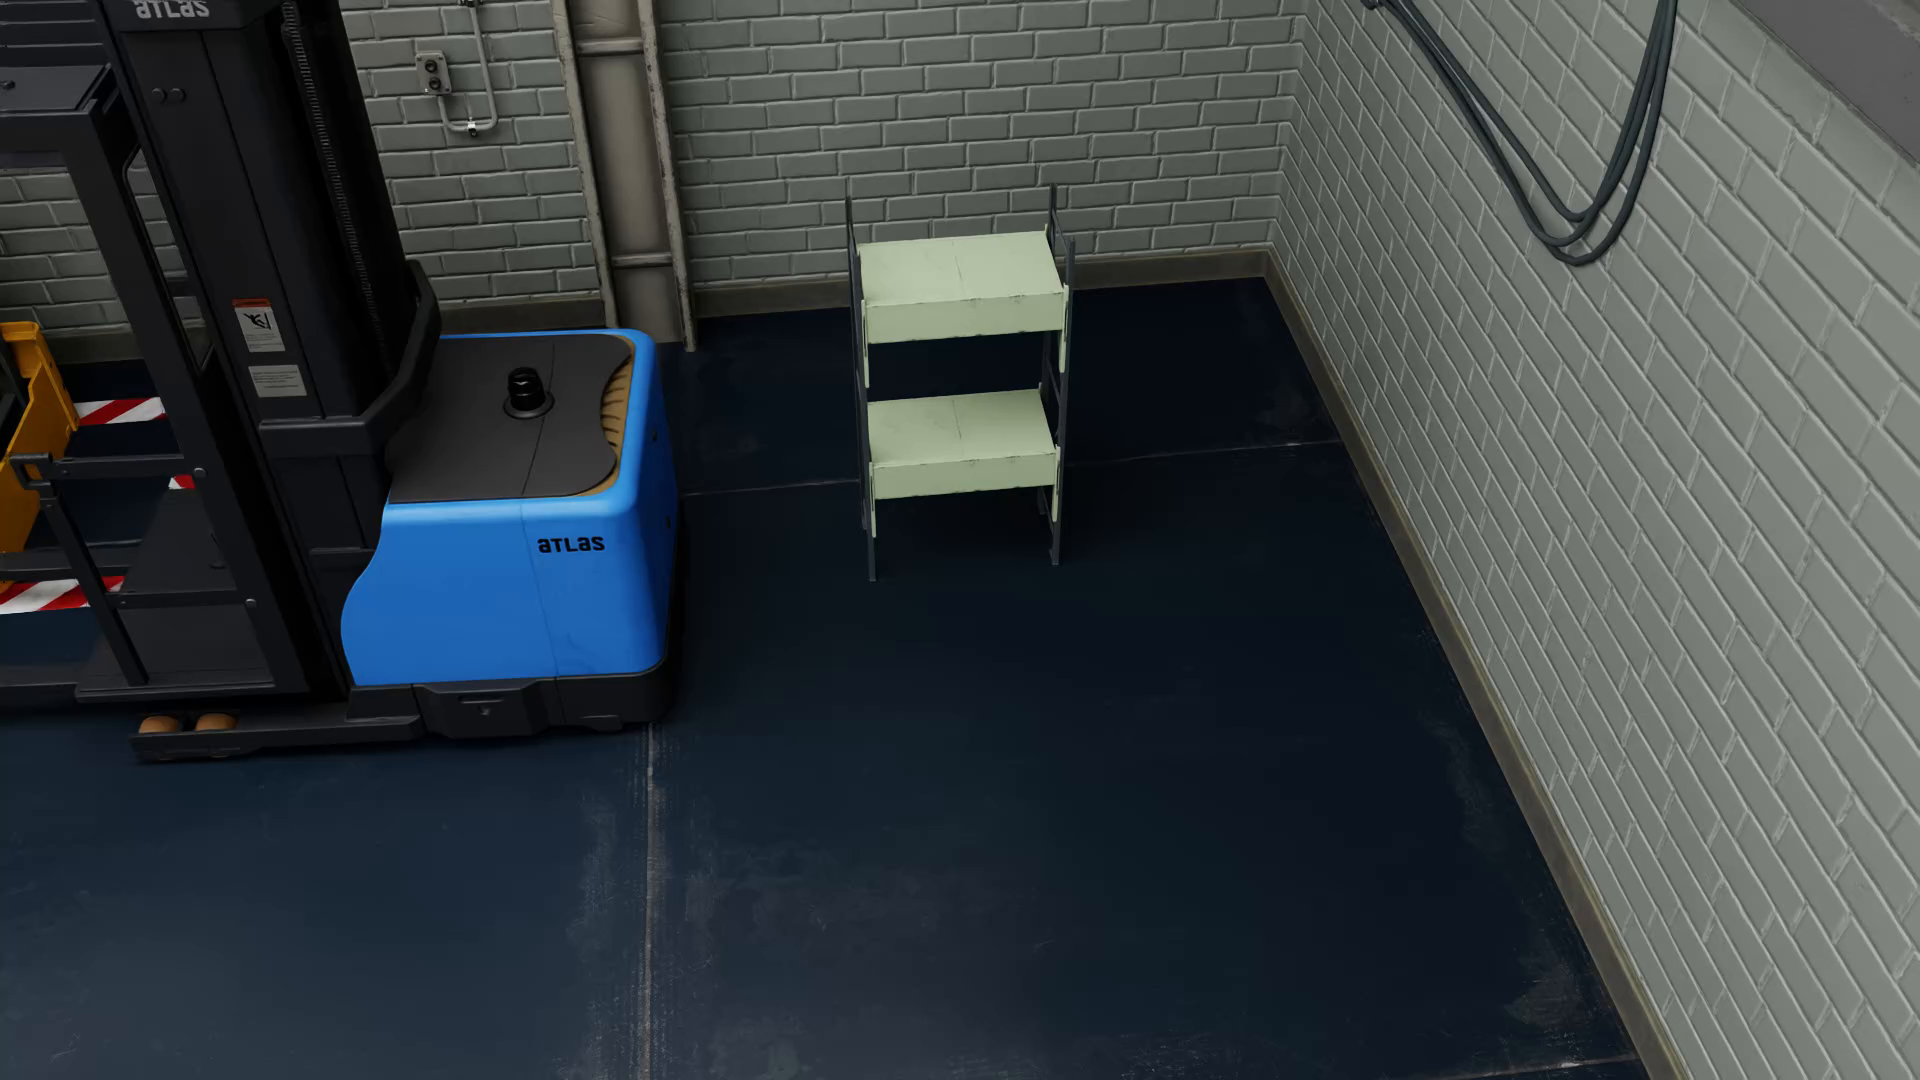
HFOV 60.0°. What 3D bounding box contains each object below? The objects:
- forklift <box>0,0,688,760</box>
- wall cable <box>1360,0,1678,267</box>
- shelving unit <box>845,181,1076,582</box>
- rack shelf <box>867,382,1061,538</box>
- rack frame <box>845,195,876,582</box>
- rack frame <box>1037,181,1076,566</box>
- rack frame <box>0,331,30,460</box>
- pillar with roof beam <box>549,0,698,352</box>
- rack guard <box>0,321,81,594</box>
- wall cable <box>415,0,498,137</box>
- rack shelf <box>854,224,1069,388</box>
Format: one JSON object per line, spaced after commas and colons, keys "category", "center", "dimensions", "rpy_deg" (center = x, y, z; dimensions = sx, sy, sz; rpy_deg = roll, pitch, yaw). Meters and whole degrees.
{"category": "forklift", "center": [-2.567, -0.676, 5.312], "dimensions": [3.031, 2.935, 1.130], "rpy_deg": [-3, 42, -3]}
{"category": "wall cable", "center": [1.653, -2.596, 5.228], "dimensions": [0.112, 2.526, 3.097], "rpy_deg": [-5, 42, -6]}
{"category": "shelving unit", "center": [-0.007, -0.556, 6.247], "dimensions": [0.755, 1.500, 0.431], "rpy_deg": [-5, 42, -6]}
{"category": "rack shelf", "center": [-0.007, -0.314, 6.465], "dimensions": [0.720, 0.370, 0.431], "rpy_deg": [-5, 42, -6]}
{"category": "rack frame", "center": [-0.370, -0.525, 6.212], "dimensions": [0.023, 1.500, 0.400], "rpy_deg": [-5, 42, -6]}
{"category": "rack frame", "center": [0.356, -0.588, 6.282], "dimensions": [0.023, 1.500, 0.400], "rpy_deg": [-5, 42, -6]}
{"category": "rack frame", "center": [-4.001, -1.267, 5.915], "dimensions": [0.127, 3.000, 1.000], "rpy_deg": [-5, 42, -6]}
{"category": "pillar with roof beam", "center": [-0.878, -1.445, 1.633], "dimensions": [0.400, 9.000, 9.100], "rpy_deg": [-5, 42, -6]}
{"category": "rack guard", "center": [-3.977, -0.341, 6.755], "dimensions": [0.348, 0.500, 1.175], "rpy_deg": [-5, 42, -6]}
{"category": "wall cable", "center": [-2.854, -2.384, 6.395], "dimensions": [1.851, 1.984, 0.084], "rpy_deg": [-5, 42, -6]}
{"category": "rack shelf", "center": [-0.007, -0.846, 5.986], "dimensions": [0.720, 0.370, 0.431], "rpy_deg": [-5, 42, -6]}
